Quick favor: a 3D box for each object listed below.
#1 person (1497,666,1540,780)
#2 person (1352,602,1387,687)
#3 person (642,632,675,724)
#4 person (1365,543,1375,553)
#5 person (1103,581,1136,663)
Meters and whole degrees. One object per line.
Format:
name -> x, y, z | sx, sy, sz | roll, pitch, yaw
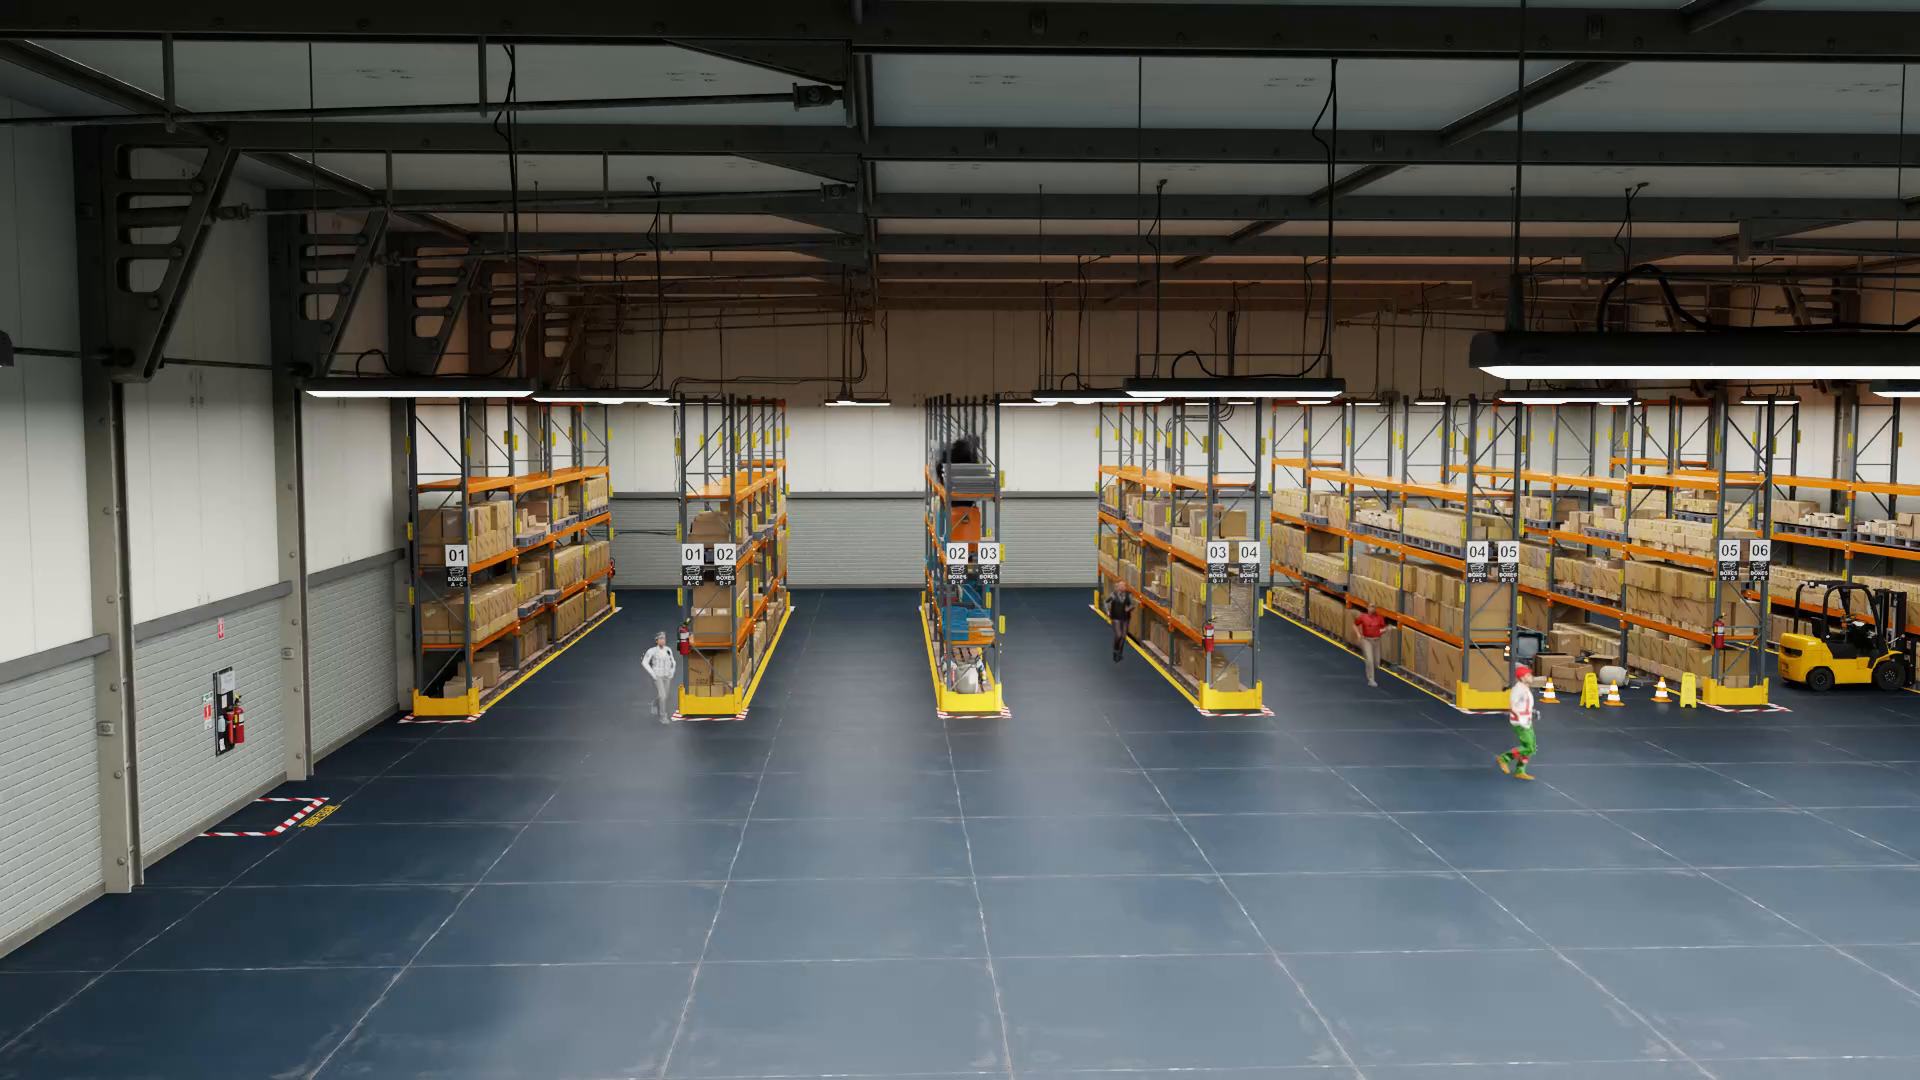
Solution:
person -> 8.646, 2.821, 25.726 | 0.593, 1.756, 0.678 | 2, 5, 27
person -> 8.518, 2.135, 34.466 | 0.672, 1.701, 0.953 | 0, 5, -6
person -> -5.488, 2.492, 30.404 | 0.636, 1.668, 0.709 | -4, 6, -40
person -> 12.188, 0.936, 49.299 | 0.888, 1.791, 0.677 | 0, 5, 5
person -> 3.469, 1.767, 35.866 | 0.644, 1.762, 0.640 | -1, 5, -11
